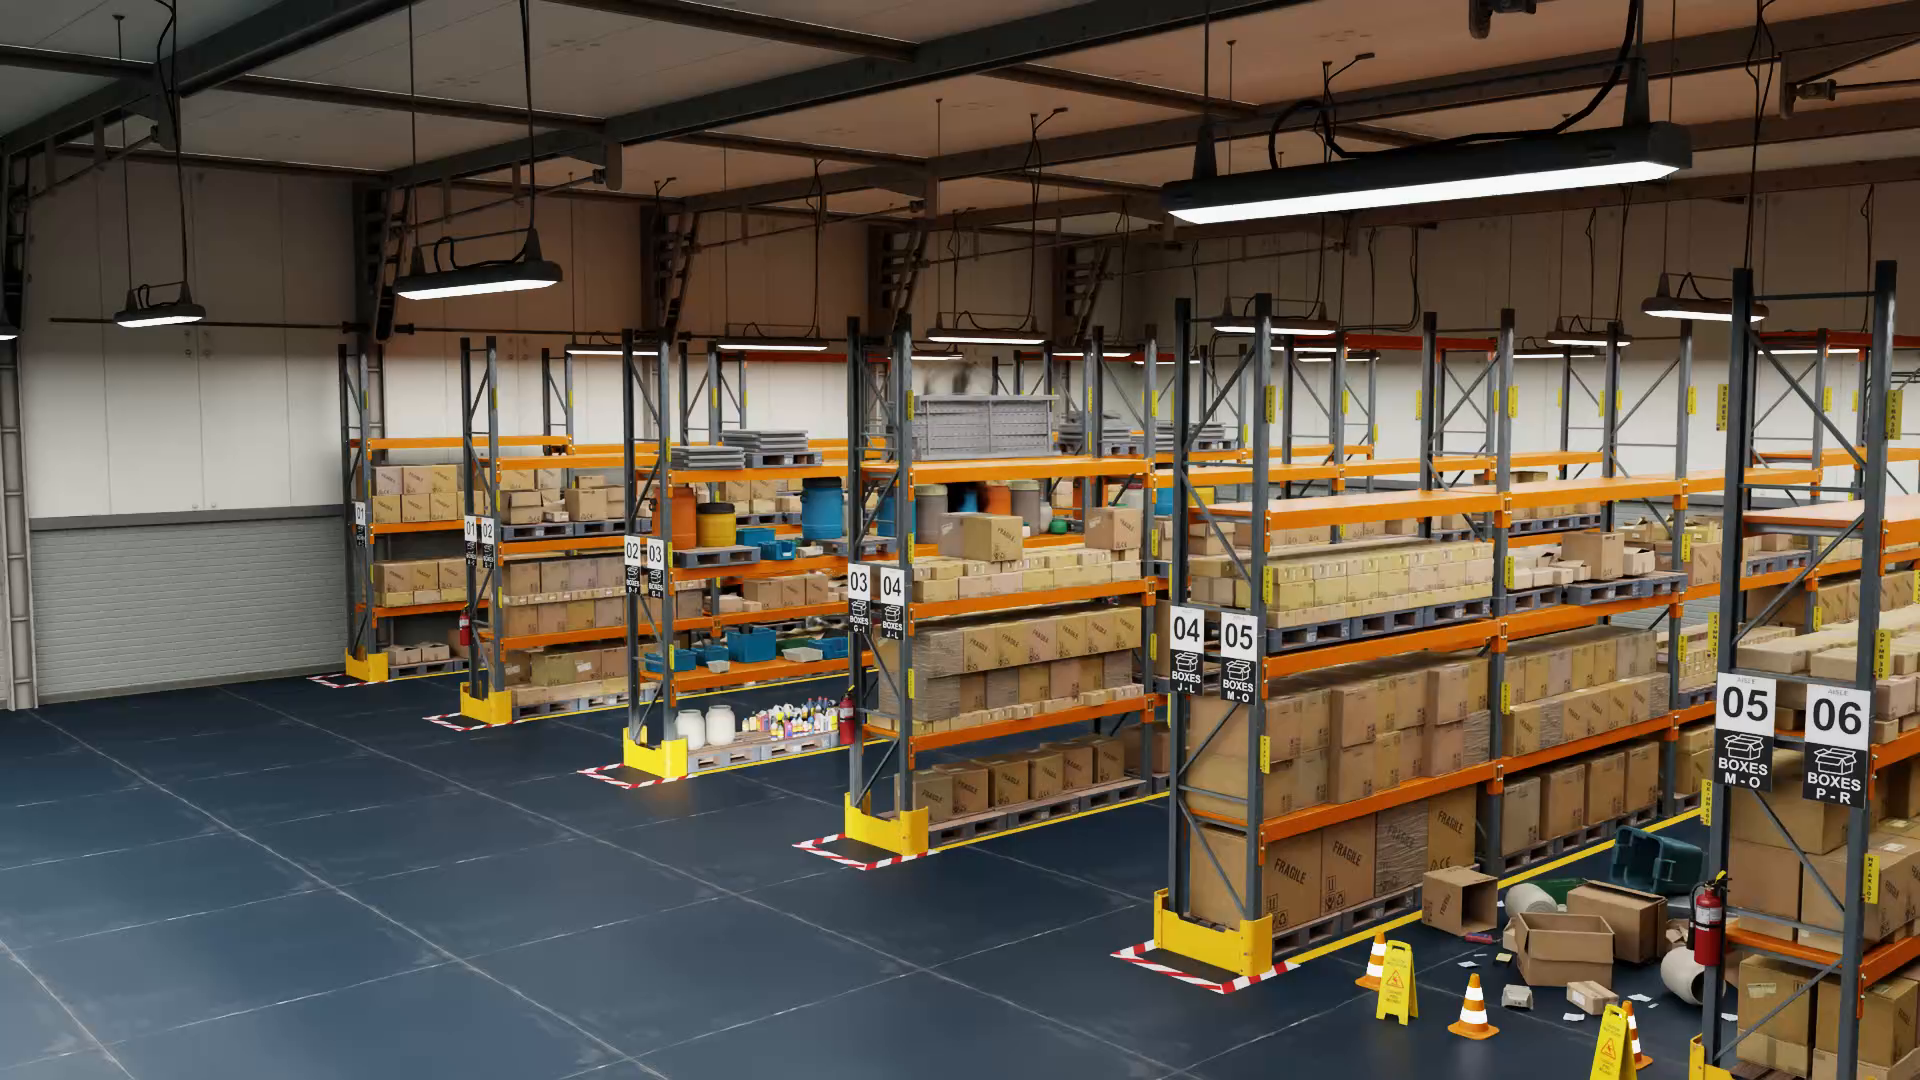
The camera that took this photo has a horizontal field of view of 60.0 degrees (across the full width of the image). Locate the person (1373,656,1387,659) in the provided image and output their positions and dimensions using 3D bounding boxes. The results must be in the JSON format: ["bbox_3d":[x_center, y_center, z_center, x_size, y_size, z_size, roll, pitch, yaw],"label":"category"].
[{"bbox_3d":[5.551,2.321,21.866,0.708,1.789,0.852,4,6,35],"label":"person"}]

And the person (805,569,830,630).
[{"bbox_3d":[-2.951,1.262,33.955,0.666,1.787,0.866,4,6,38],"label":"person"}]
